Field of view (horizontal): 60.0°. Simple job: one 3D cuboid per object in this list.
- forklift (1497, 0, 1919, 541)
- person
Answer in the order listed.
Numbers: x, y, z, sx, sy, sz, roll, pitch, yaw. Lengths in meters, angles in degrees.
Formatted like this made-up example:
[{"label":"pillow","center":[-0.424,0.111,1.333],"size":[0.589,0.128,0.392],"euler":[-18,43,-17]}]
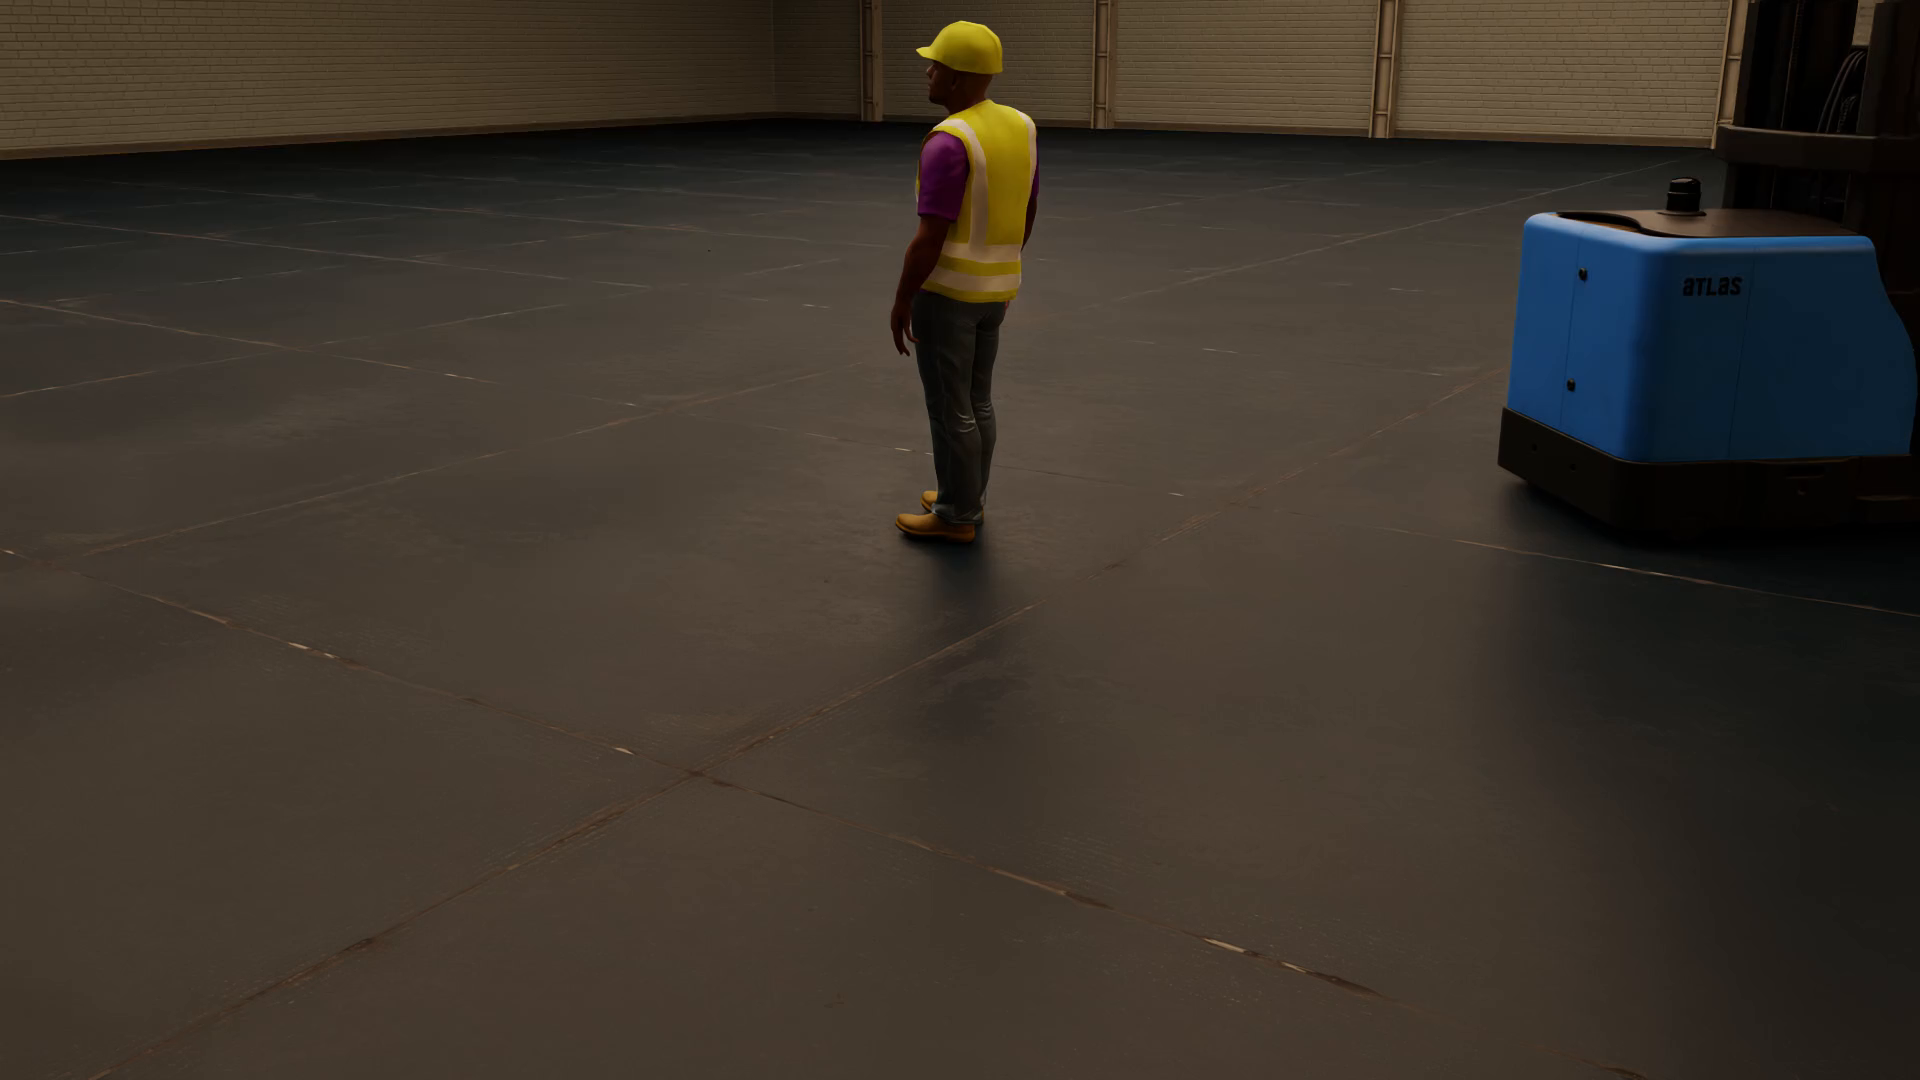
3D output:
[{"label":"forklift","center":[3.729,-1.573,6.093],"size":[3.031,2.935,1.130],"euler":[-2,17,-8]},{"label":"person","center":[-0.053,-0.866,5.736],"size":[0.577,1.765,0.665],"euler":[11,20,33]}]
